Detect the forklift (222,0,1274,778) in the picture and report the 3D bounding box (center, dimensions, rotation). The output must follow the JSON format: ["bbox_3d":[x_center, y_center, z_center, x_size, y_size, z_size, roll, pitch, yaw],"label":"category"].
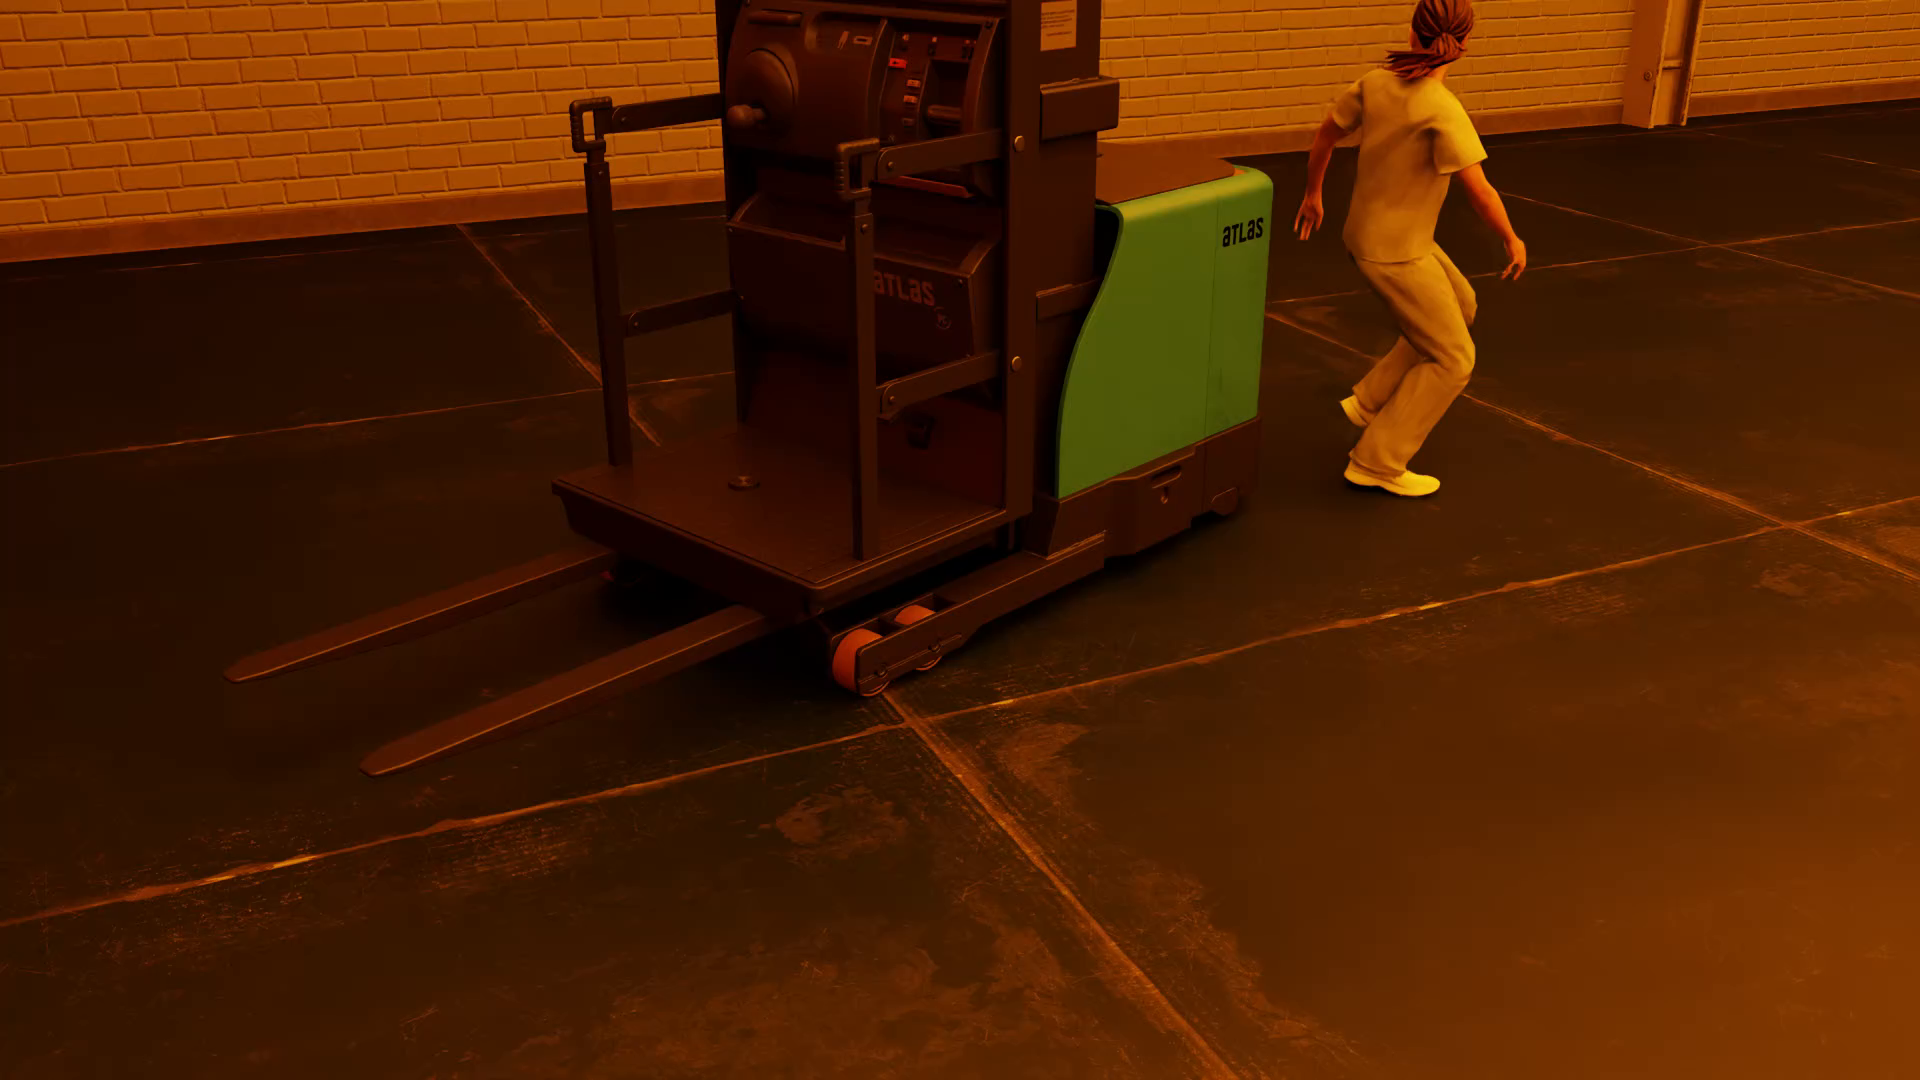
[{"bbox_3d":[-0.413,-1.182,4.131,1.130,2.935,3.031,19,29,39],"label":"forklift"}]

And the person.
[{"bbox_3d":[1.445,-0.945,5.325,0.607,1.580,0.661,-2,23,-4],"label":"person"}]
